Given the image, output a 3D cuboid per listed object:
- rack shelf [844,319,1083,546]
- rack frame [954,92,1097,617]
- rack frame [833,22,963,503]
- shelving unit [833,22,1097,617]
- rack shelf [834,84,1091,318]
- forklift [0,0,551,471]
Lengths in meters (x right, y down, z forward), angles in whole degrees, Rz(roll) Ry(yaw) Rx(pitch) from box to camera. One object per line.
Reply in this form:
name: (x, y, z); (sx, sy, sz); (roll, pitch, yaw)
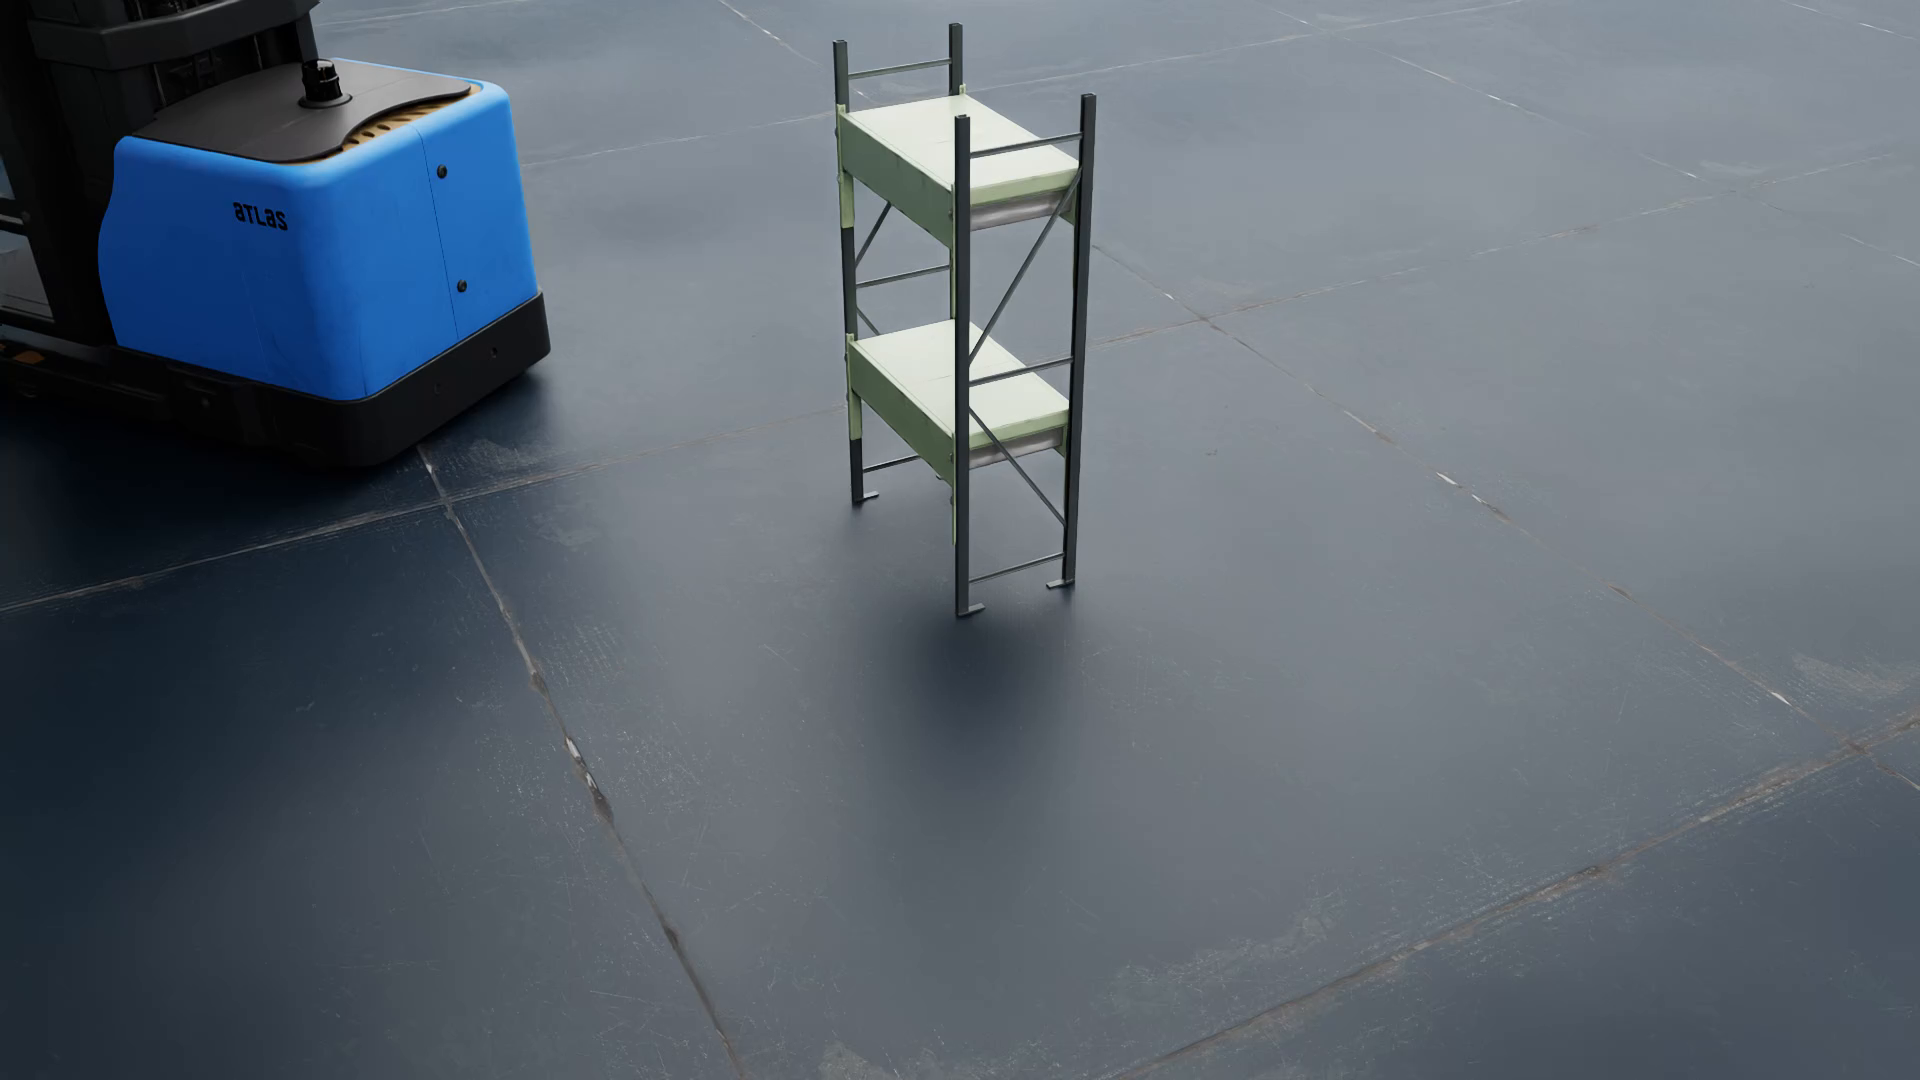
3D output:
rack shelf: (-0.003, -0.360, 5.026); (0.431, 0.370, 0.720); (-16, 36, -23)
rack frame: (0.168, -0.460, 4.578); (0.400, 1.500, 0.023); (-16, 36, -23)
rack frame: (-0.174, -0.809, 5.123); (0.400, 1.500, 0.023); (-16, 36, -23)
shelving unit: (-0.003, -0.635, 4.850); (0.431, 1.500, 0.755); (-16, 36, -23)
rack shelf: (-0.003, -0.963, 4.640); (0.431, 0.370, 0.720); (-16, 36, -23)
forklift: (-3.091, -1.994, 5.646); (3.031, 2.935, 1.130); (14, 35, 21)
